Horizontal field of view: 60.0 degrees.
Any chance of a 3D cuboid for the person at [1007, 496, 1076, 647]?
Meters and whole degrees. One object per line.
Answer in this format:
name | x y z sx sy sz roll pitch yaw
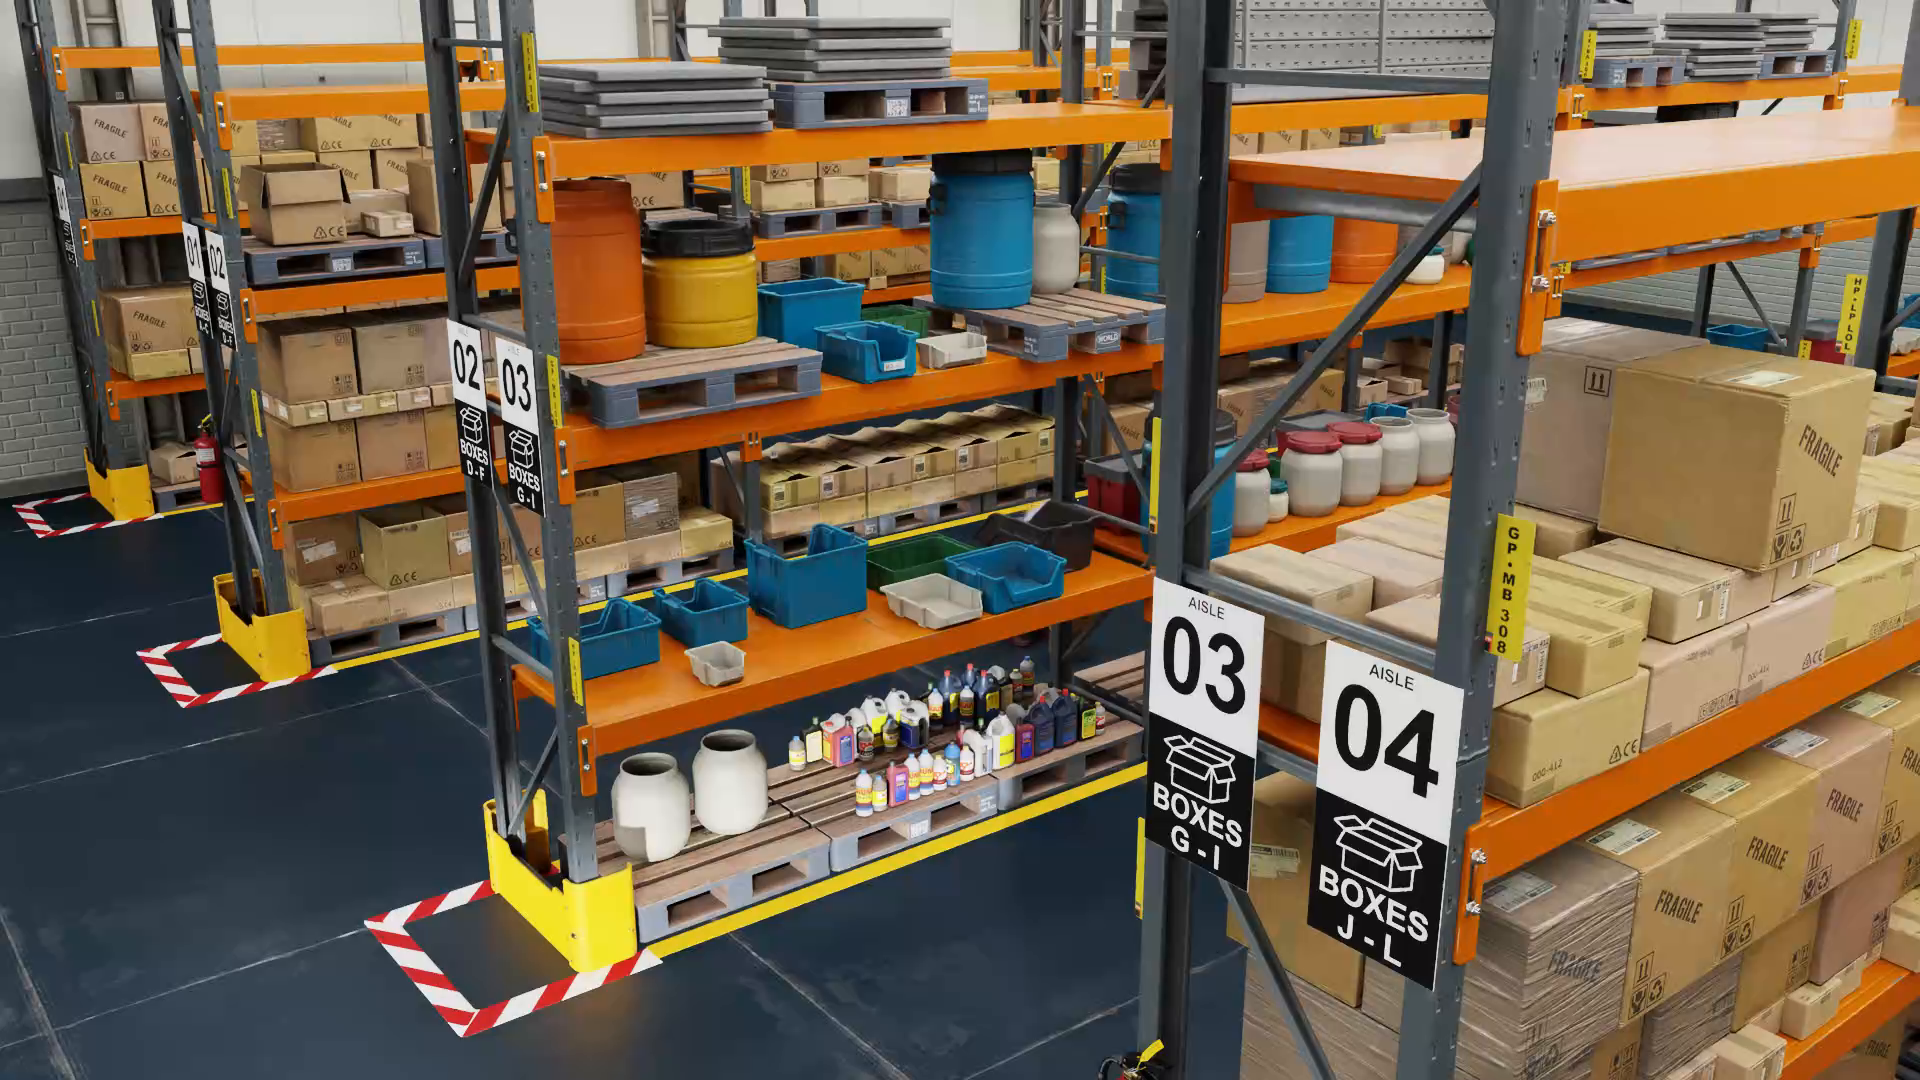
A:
person | 0.605 0.184 12.699 0.540 1.230 0.727 -14 22 -36
